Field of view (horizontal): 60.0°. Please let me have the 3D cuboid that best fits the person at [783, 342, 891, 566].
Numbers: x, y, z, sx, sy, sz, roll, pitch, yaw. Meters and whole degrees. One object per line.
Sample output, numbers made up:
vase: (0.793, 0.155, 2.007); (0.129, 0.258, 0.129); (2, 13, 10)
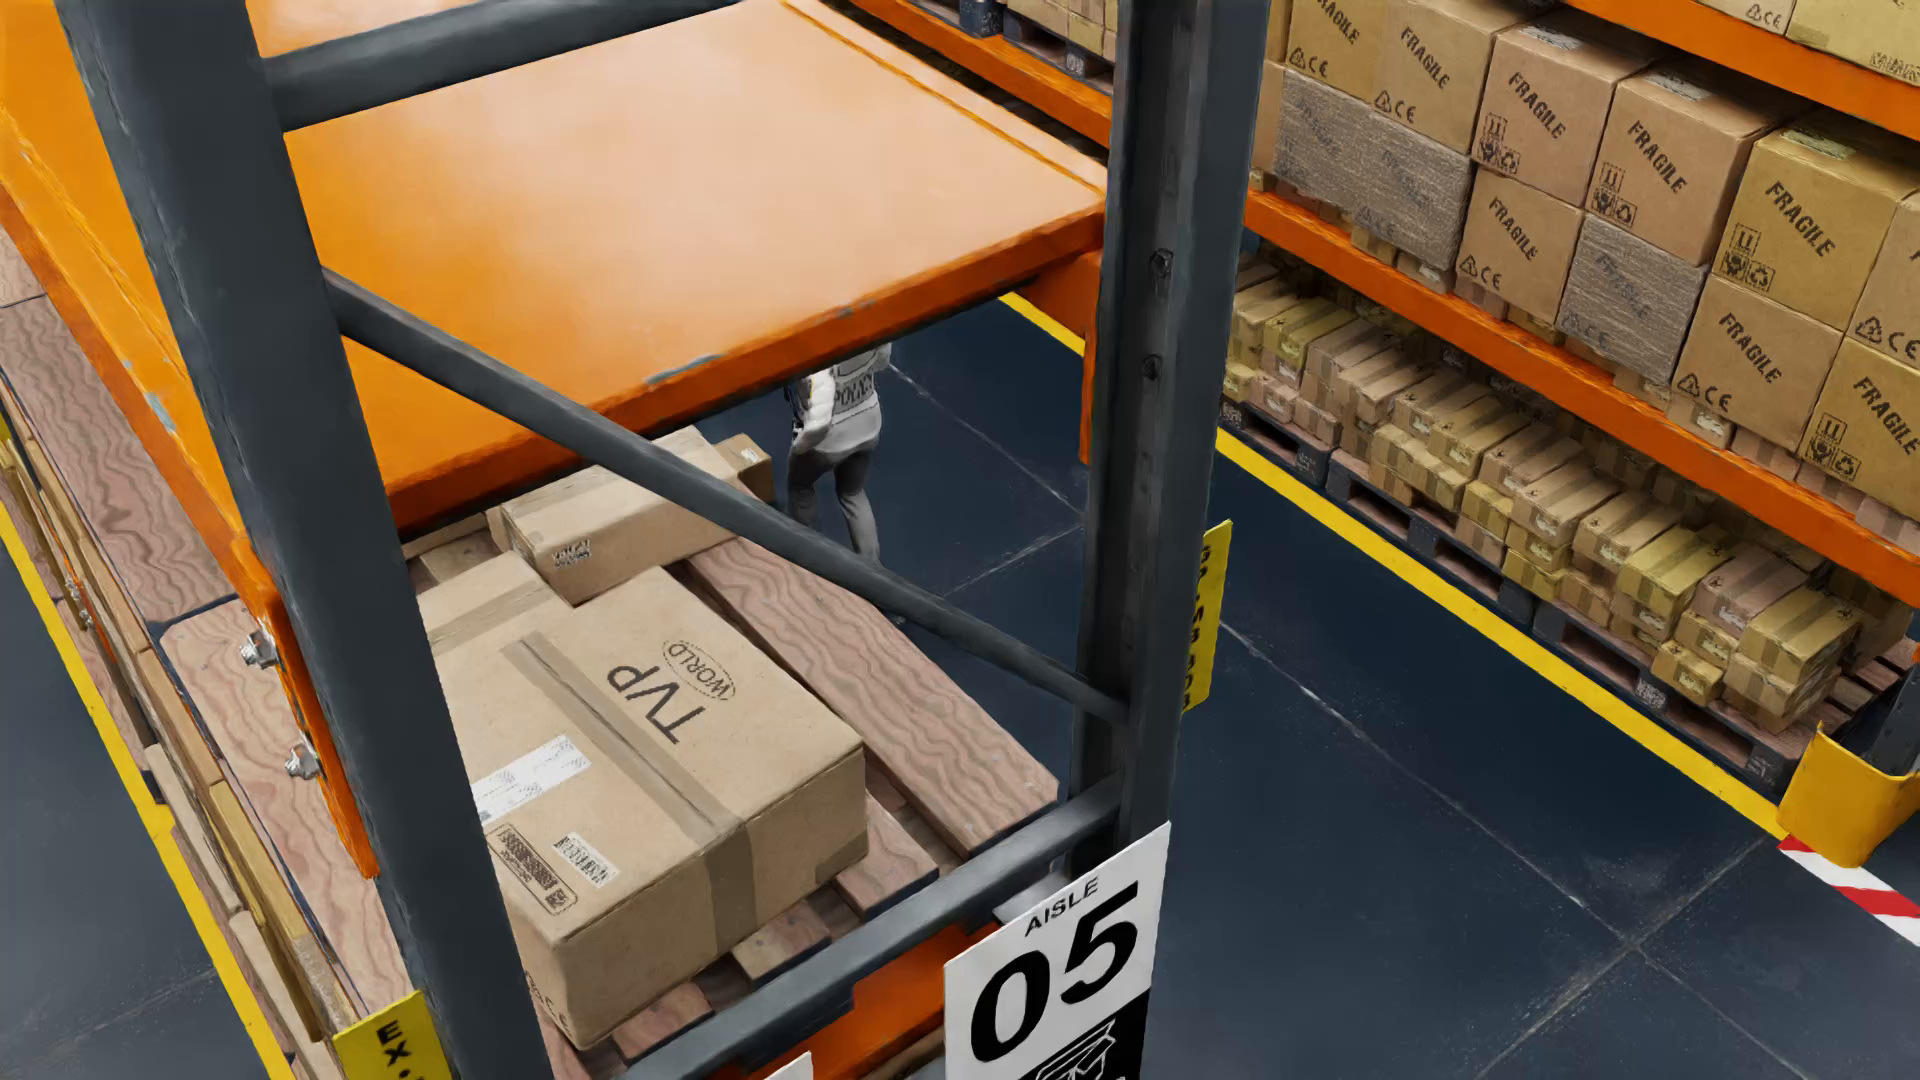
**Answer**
person: (-0.574, -0.502, 6.981); (0.573, 1.679, 0.807); (-25, 47, -26)
